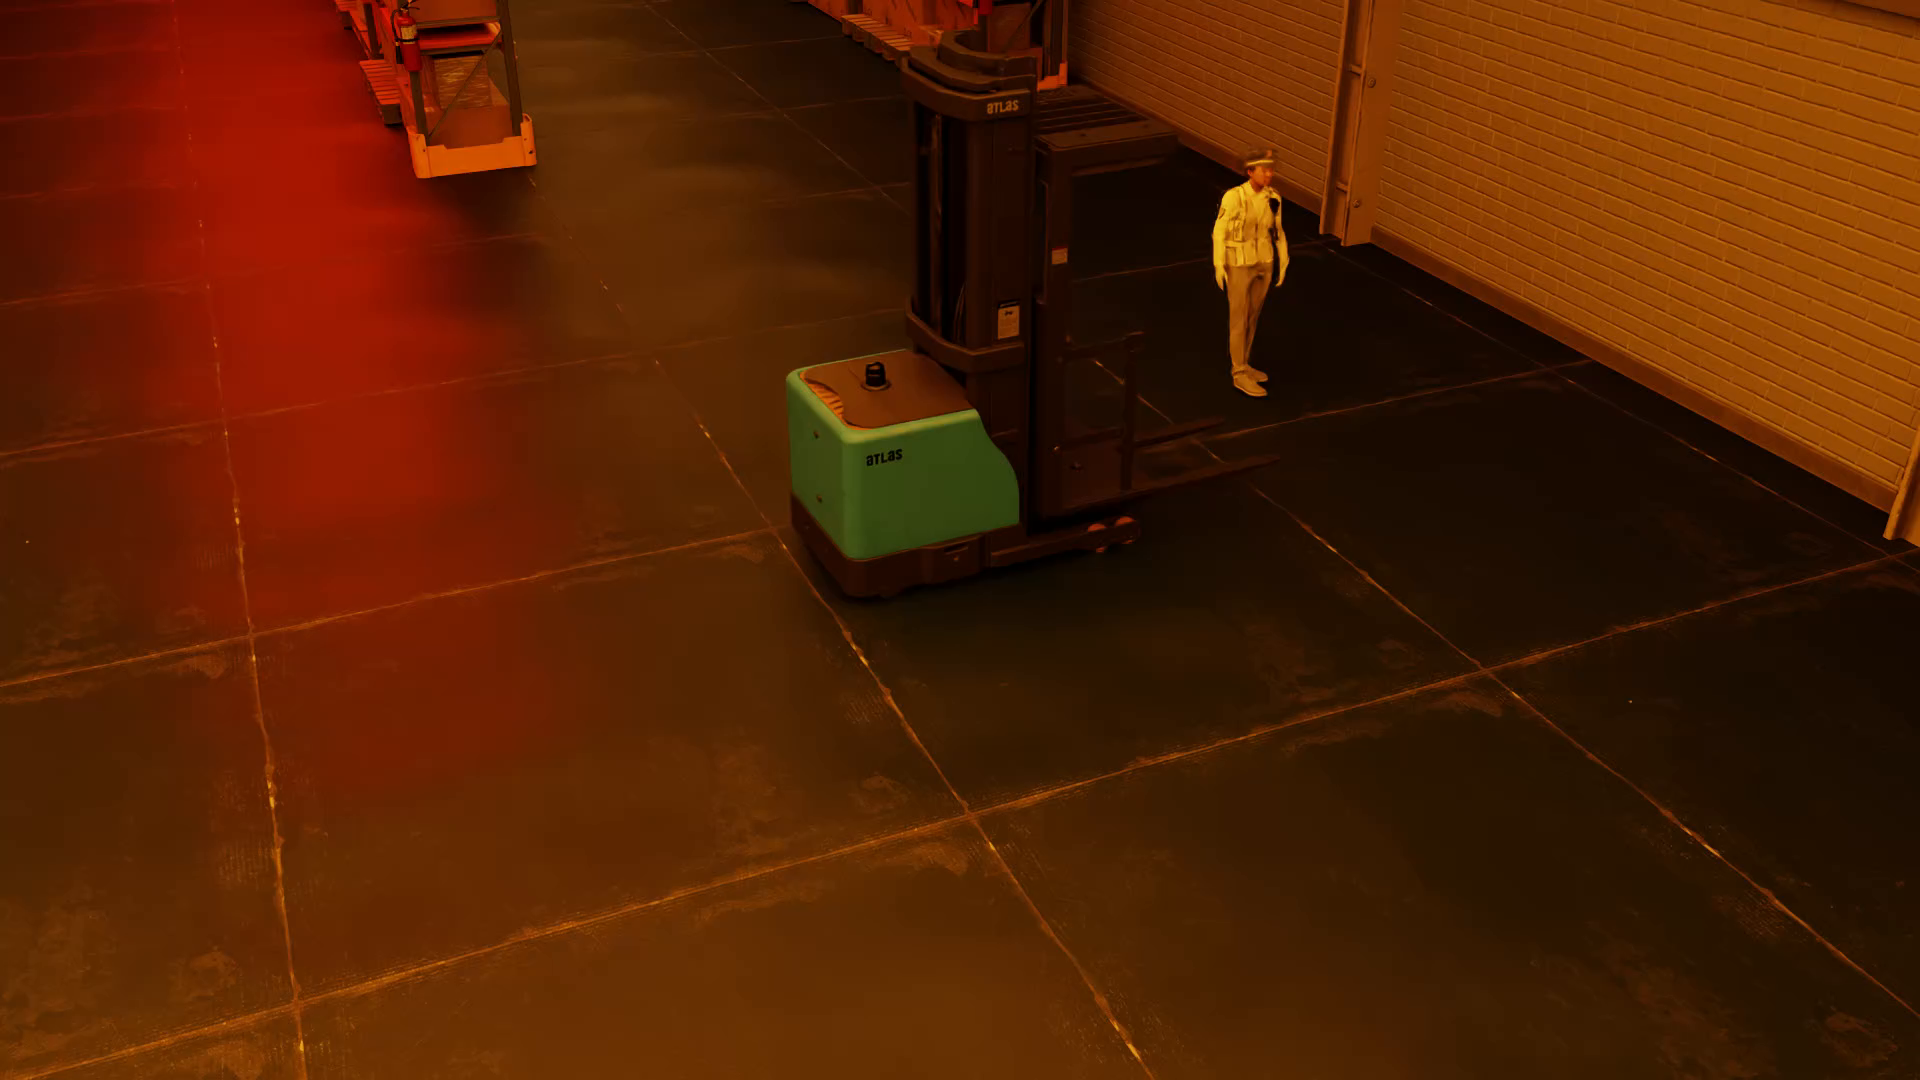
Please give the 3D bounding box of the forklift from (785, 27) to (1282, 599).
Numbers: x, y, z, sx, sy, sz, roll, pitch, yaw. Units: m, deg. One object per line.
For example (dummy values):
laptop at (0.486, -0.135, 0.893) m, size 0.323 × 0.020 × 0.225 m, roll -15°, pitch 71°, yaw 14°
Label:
forklift at (0.531, -1.425, 9.612) m, size 3.031 × 2.935 × 1.130 m, roll -13°, pitch 32°, yaw -22°

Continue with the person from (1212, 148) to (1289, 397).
person at (2.078, -1.880, 11.644) m, size 0.577 × 1.694 × 0.611 m, roll -9°, pitch 31°, yaw -16°
